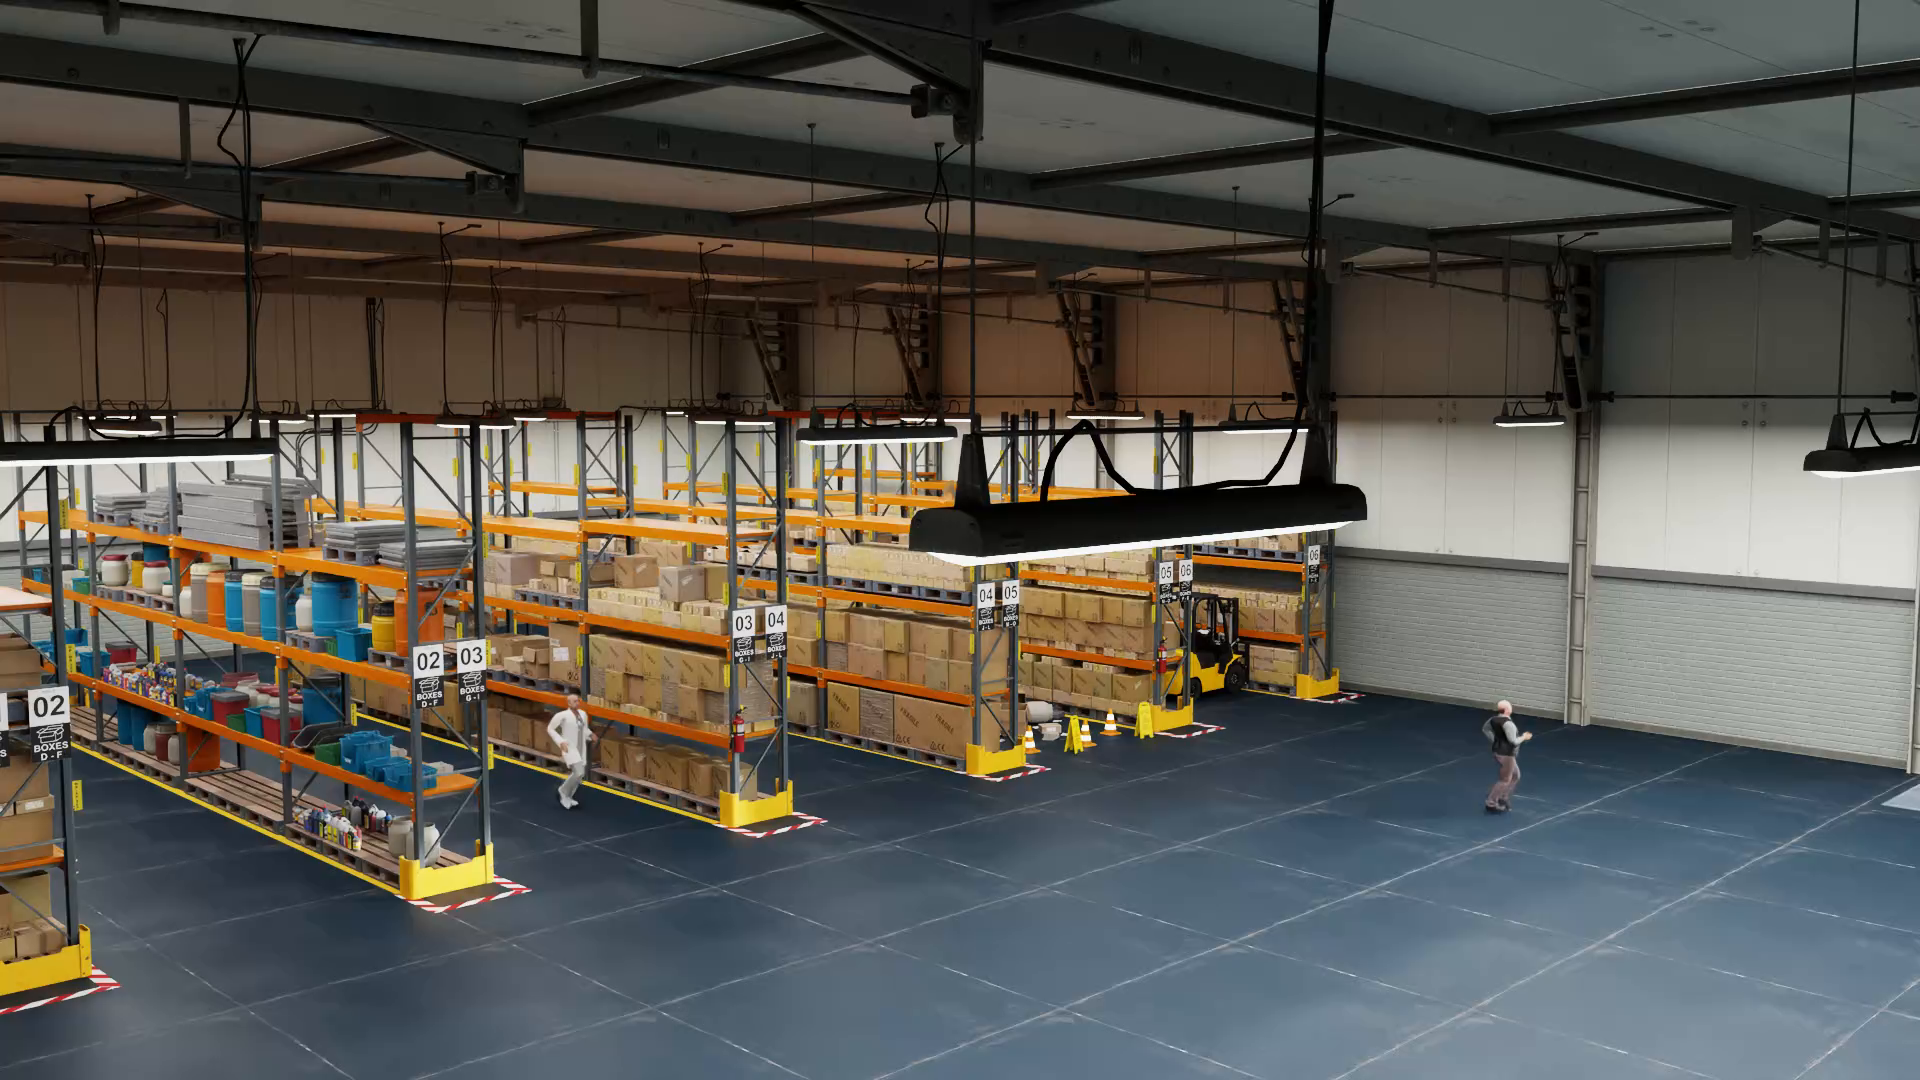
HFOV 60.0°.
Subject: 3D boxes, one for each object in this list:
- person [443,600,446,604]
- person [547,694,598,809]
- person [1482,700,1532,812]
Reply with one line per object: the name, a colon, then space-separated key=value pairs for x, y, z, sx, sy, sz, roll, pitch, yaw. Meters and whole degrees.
person: x=-12.058 y=2.192 z=38.677 sx=0.666 sy=1.599 sz=0.531 roll=0 pitch=5 yaw=-2
person: x=-5.897 y=3.240 z=25.495 sx=0.696 sy=1.750 sz=0.680 roll=3 pitch=6 yaw=33
person: x=8.288 y=3.296 z=25.202 sx=0.687 sy=1.755 sz=0.638 roll=0 pitch=5 yaw=-3
